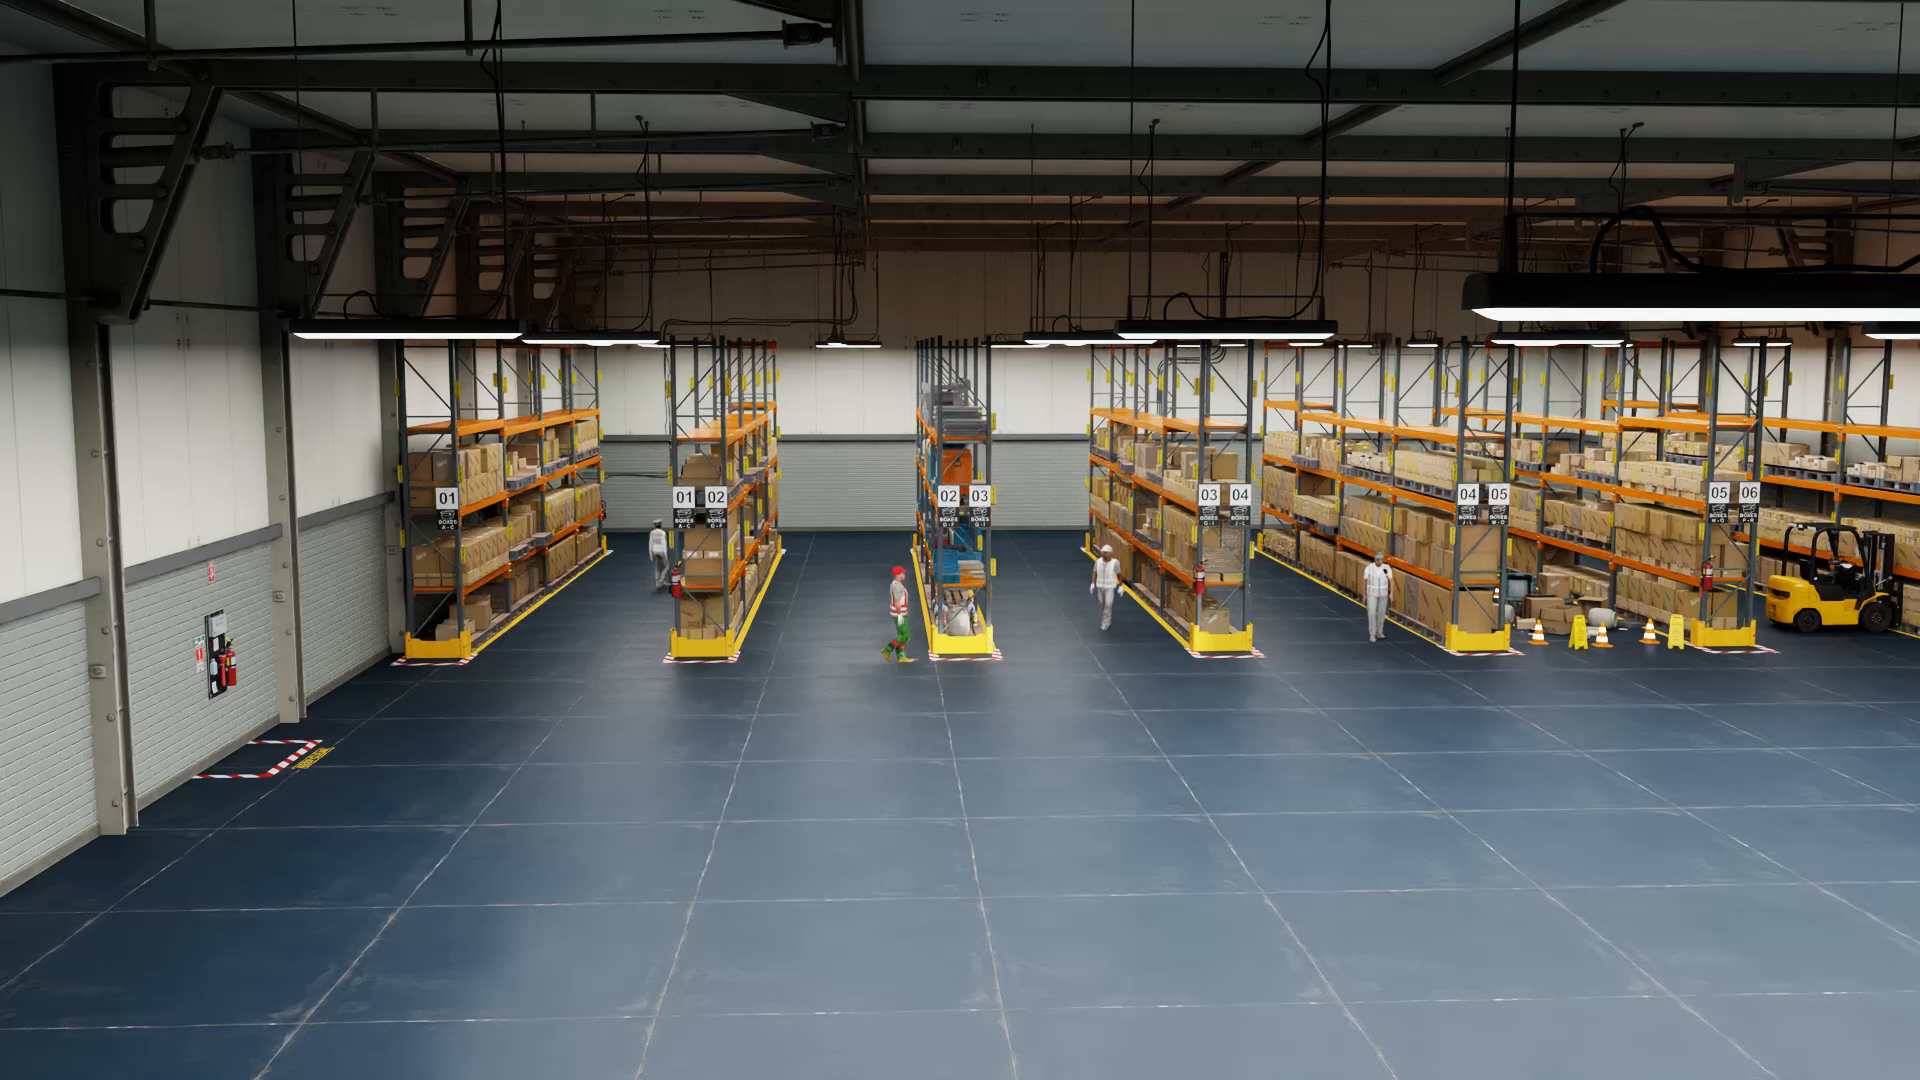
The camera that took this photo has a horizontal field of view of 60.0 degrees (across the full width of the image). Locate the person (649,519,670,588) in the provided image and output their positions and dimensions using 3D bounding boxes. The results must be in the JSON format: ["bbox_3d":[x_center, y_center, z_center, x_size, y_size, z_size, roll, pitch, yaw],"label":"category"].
[{"bbox_3d":[-7.277,0.330,40.161,0.536,1.664,0.522,1,7,11],"label":"person"}]

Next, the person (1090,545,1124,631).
[{"bbox_3d":[2.969,0.969,34.098,0.614,1.727,0.991,4,7,30],"label":"person"}]

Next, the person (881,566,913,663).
[{"bbox_3d":[-1.155,1.371,30.429,0.617,1.785,0.560,-1,7,-8],"label":"person"}]

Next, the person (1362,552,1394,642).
[{"bbox_3d":[8.315,1.124,33.044,0.581,1.804,0.576,0,7,4],"label":"person"}]
